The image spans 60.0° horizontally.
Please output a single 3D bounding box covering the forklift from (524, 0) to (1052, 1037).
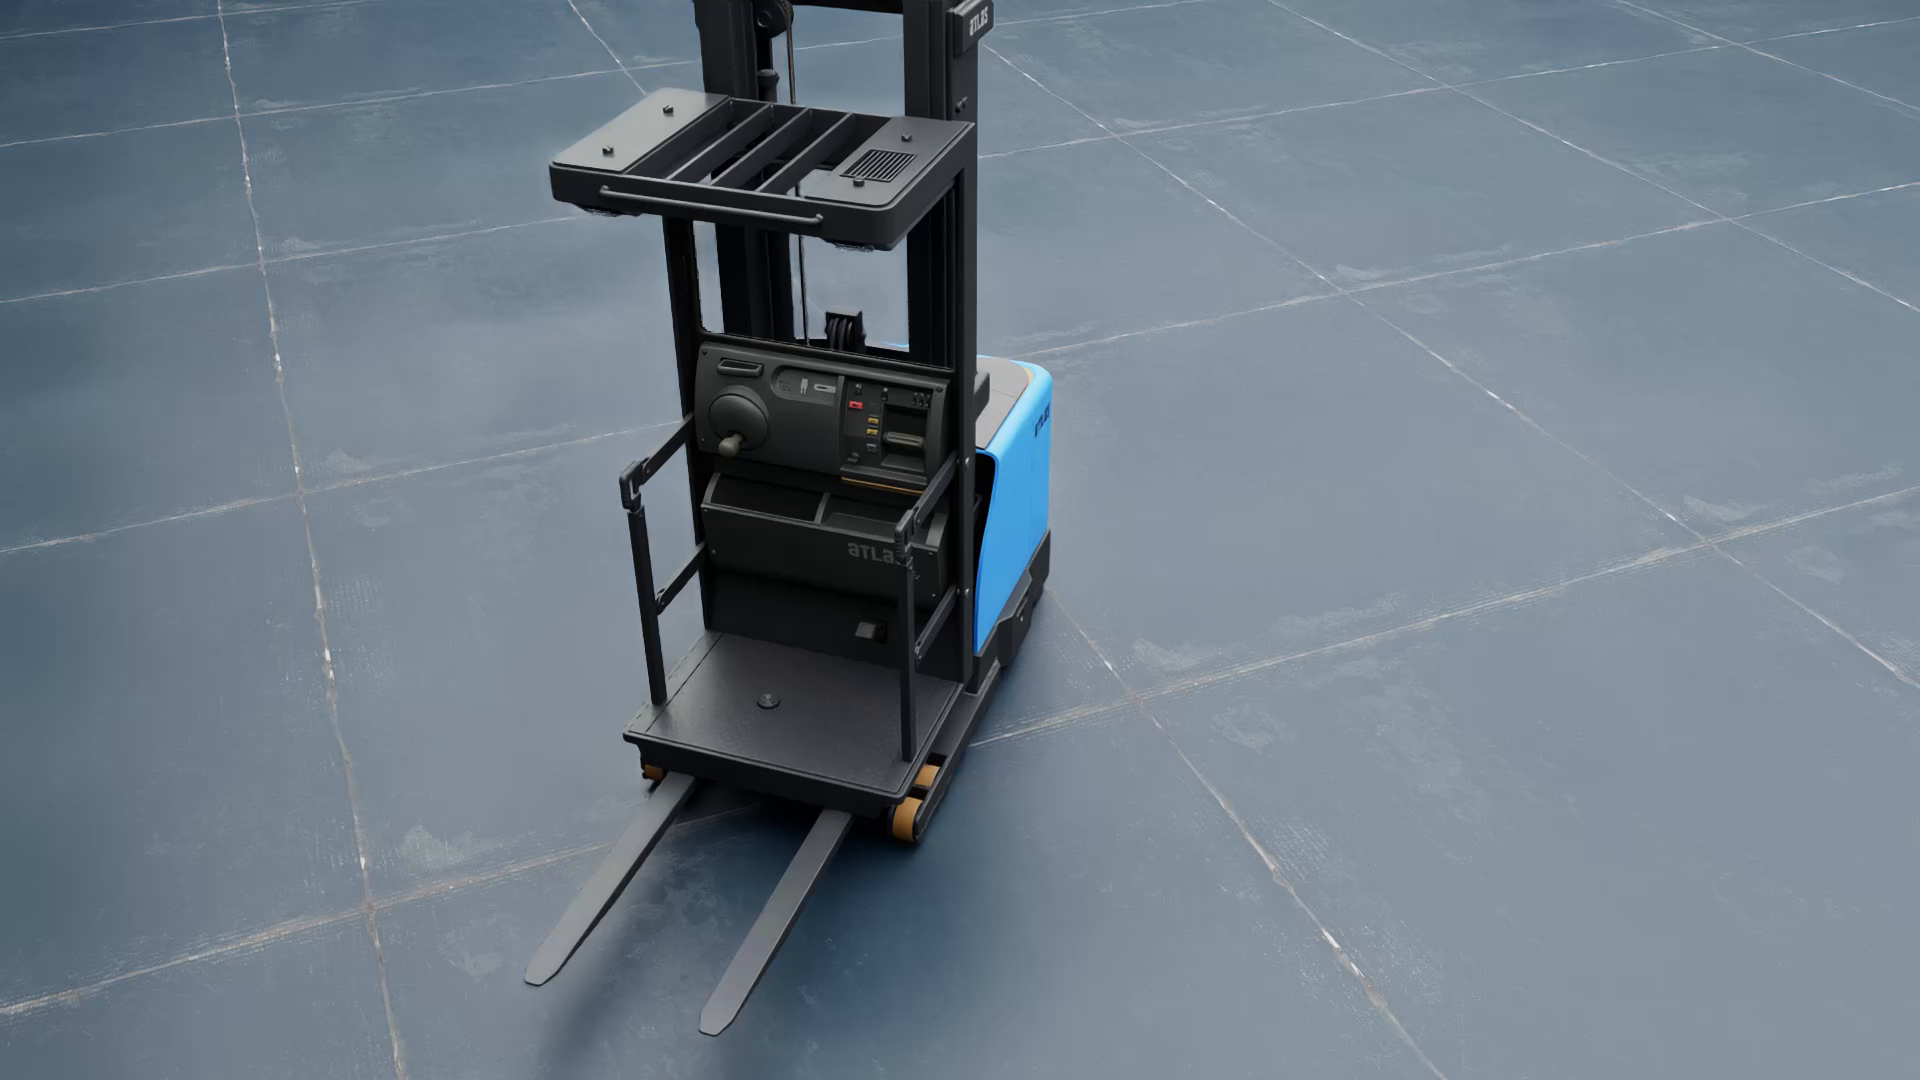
[{"bbox_3d":[-0.563,-0.379,5.645,1.130,2.935,3.031,11,35,16],"label":"forklift"}]
